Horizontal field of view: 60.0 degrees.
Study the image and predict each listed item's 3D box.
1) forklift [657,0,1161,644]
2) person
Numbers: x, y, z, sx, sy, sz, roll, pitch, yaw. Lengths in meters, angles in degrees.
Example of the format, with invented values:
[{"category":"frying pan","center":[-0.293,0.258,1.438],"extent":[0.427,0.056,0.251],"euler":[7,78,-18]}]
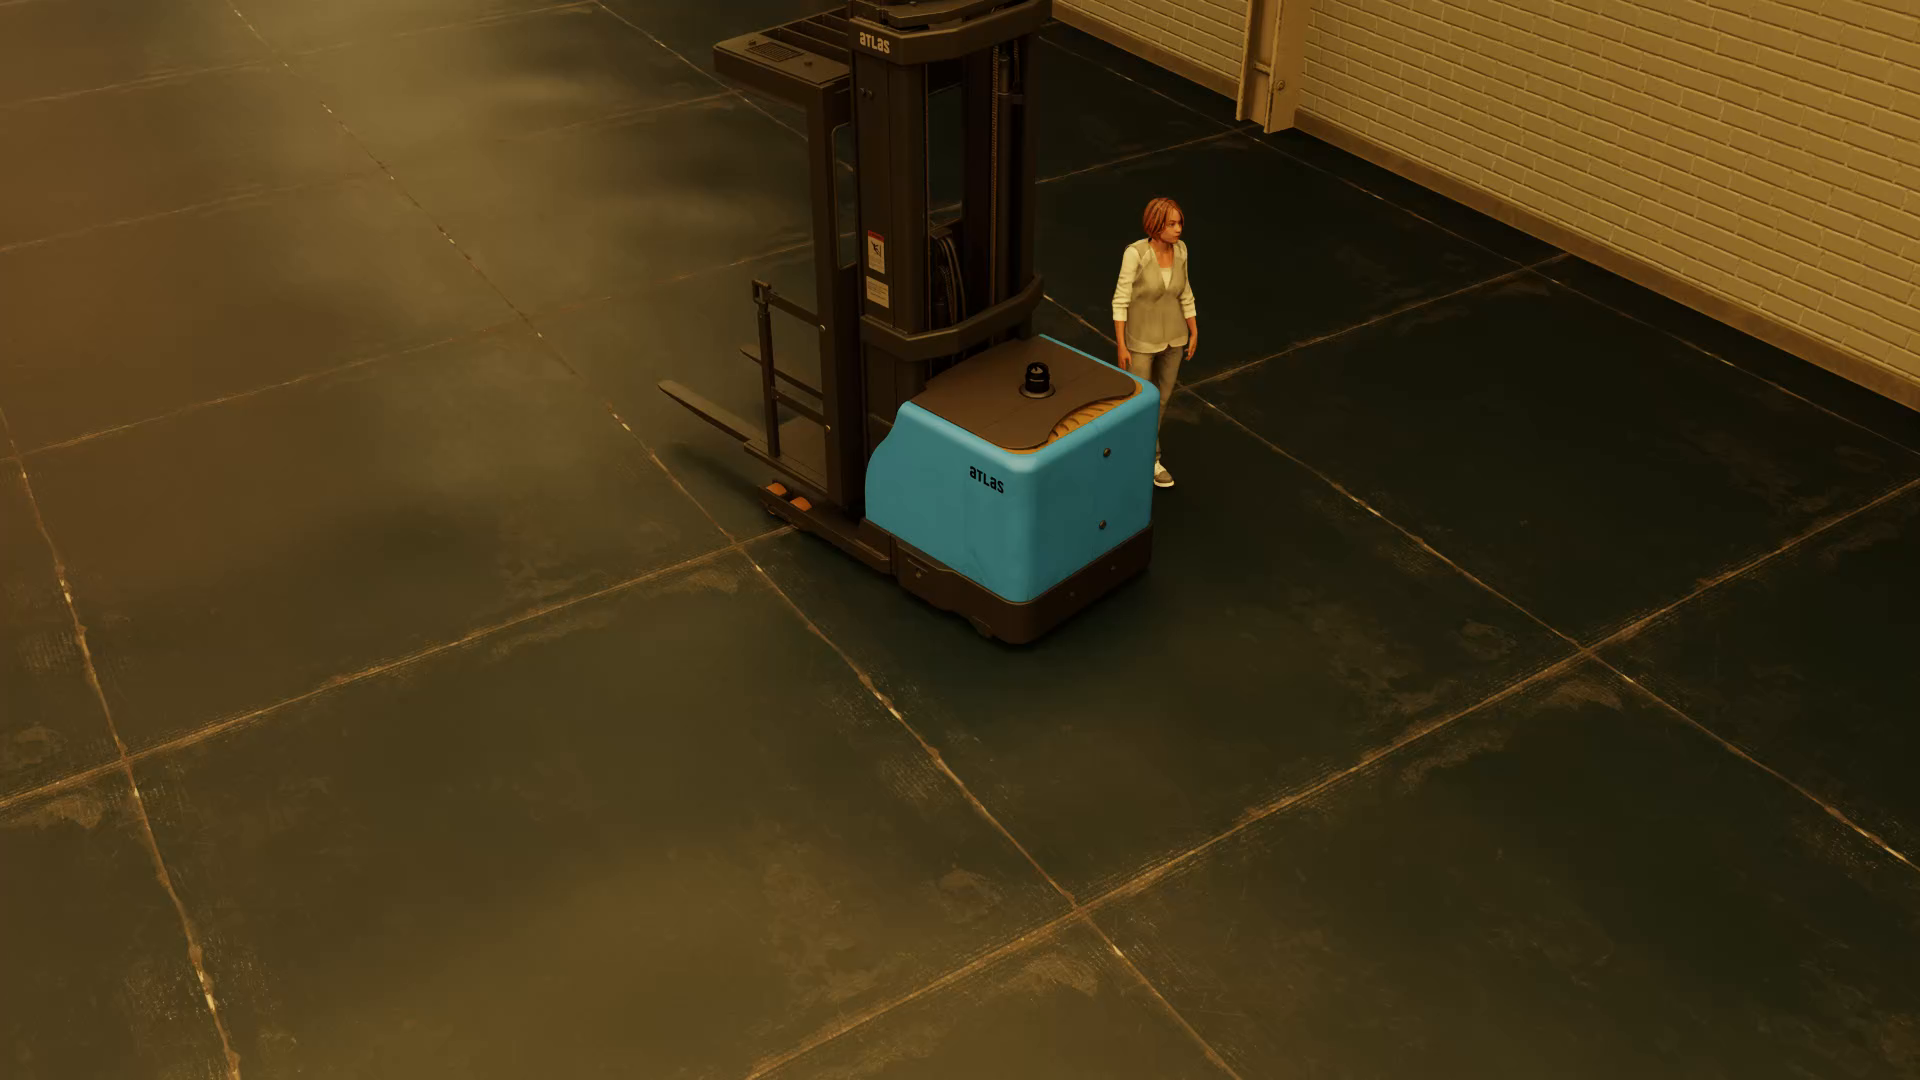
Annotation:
[{"category":"forklift","center":[-0.435,-1.446,8.205],"extent":[3.031,2.935,1.130],"euler":[29,45,35]},{"category":"person","center":[1.047,-0.986,8.699],"extent":[0.520,1.600,0.473],"euler":[-17,38,-22]}]
